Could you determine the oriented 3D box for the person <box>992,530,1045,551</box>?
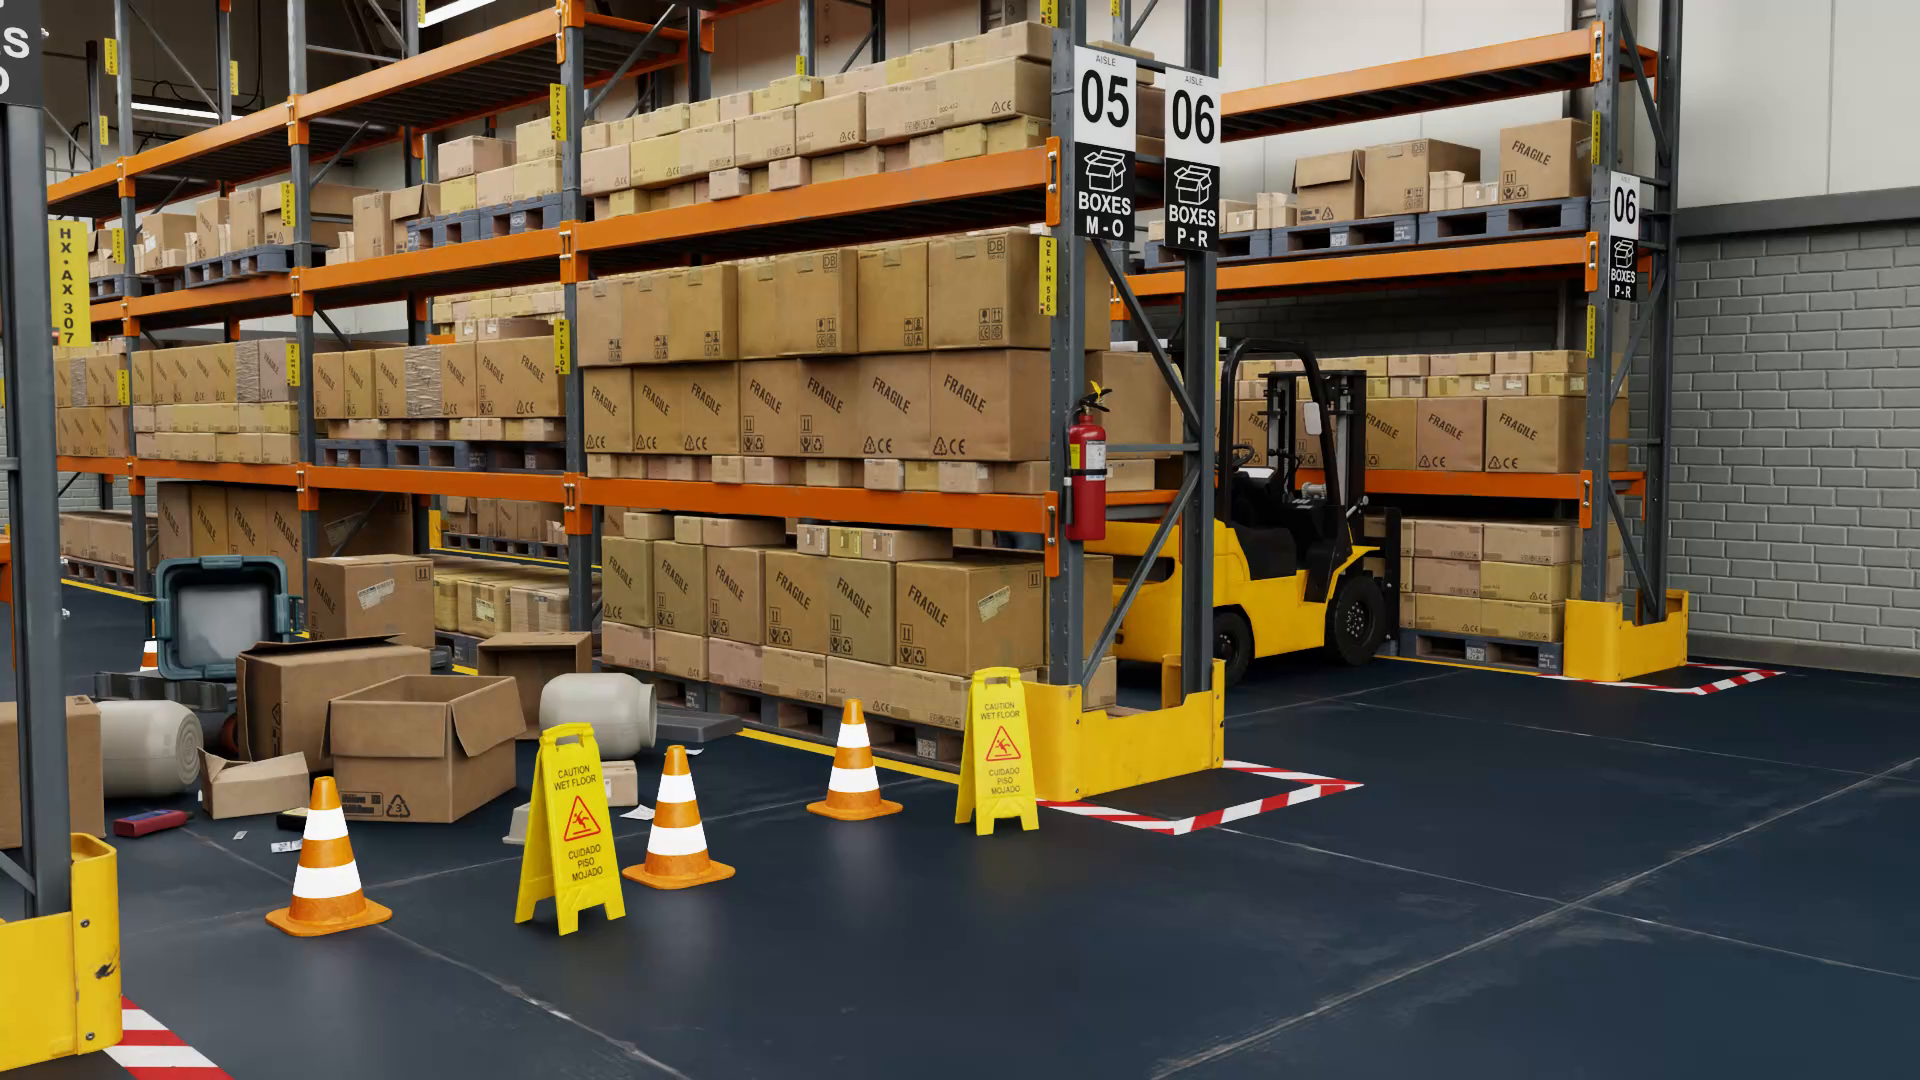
[{"bbox_3d":[0.428,-0.111,11.961,0.364,1.770,0.576,-3,5,-38],"label":"person"}]
